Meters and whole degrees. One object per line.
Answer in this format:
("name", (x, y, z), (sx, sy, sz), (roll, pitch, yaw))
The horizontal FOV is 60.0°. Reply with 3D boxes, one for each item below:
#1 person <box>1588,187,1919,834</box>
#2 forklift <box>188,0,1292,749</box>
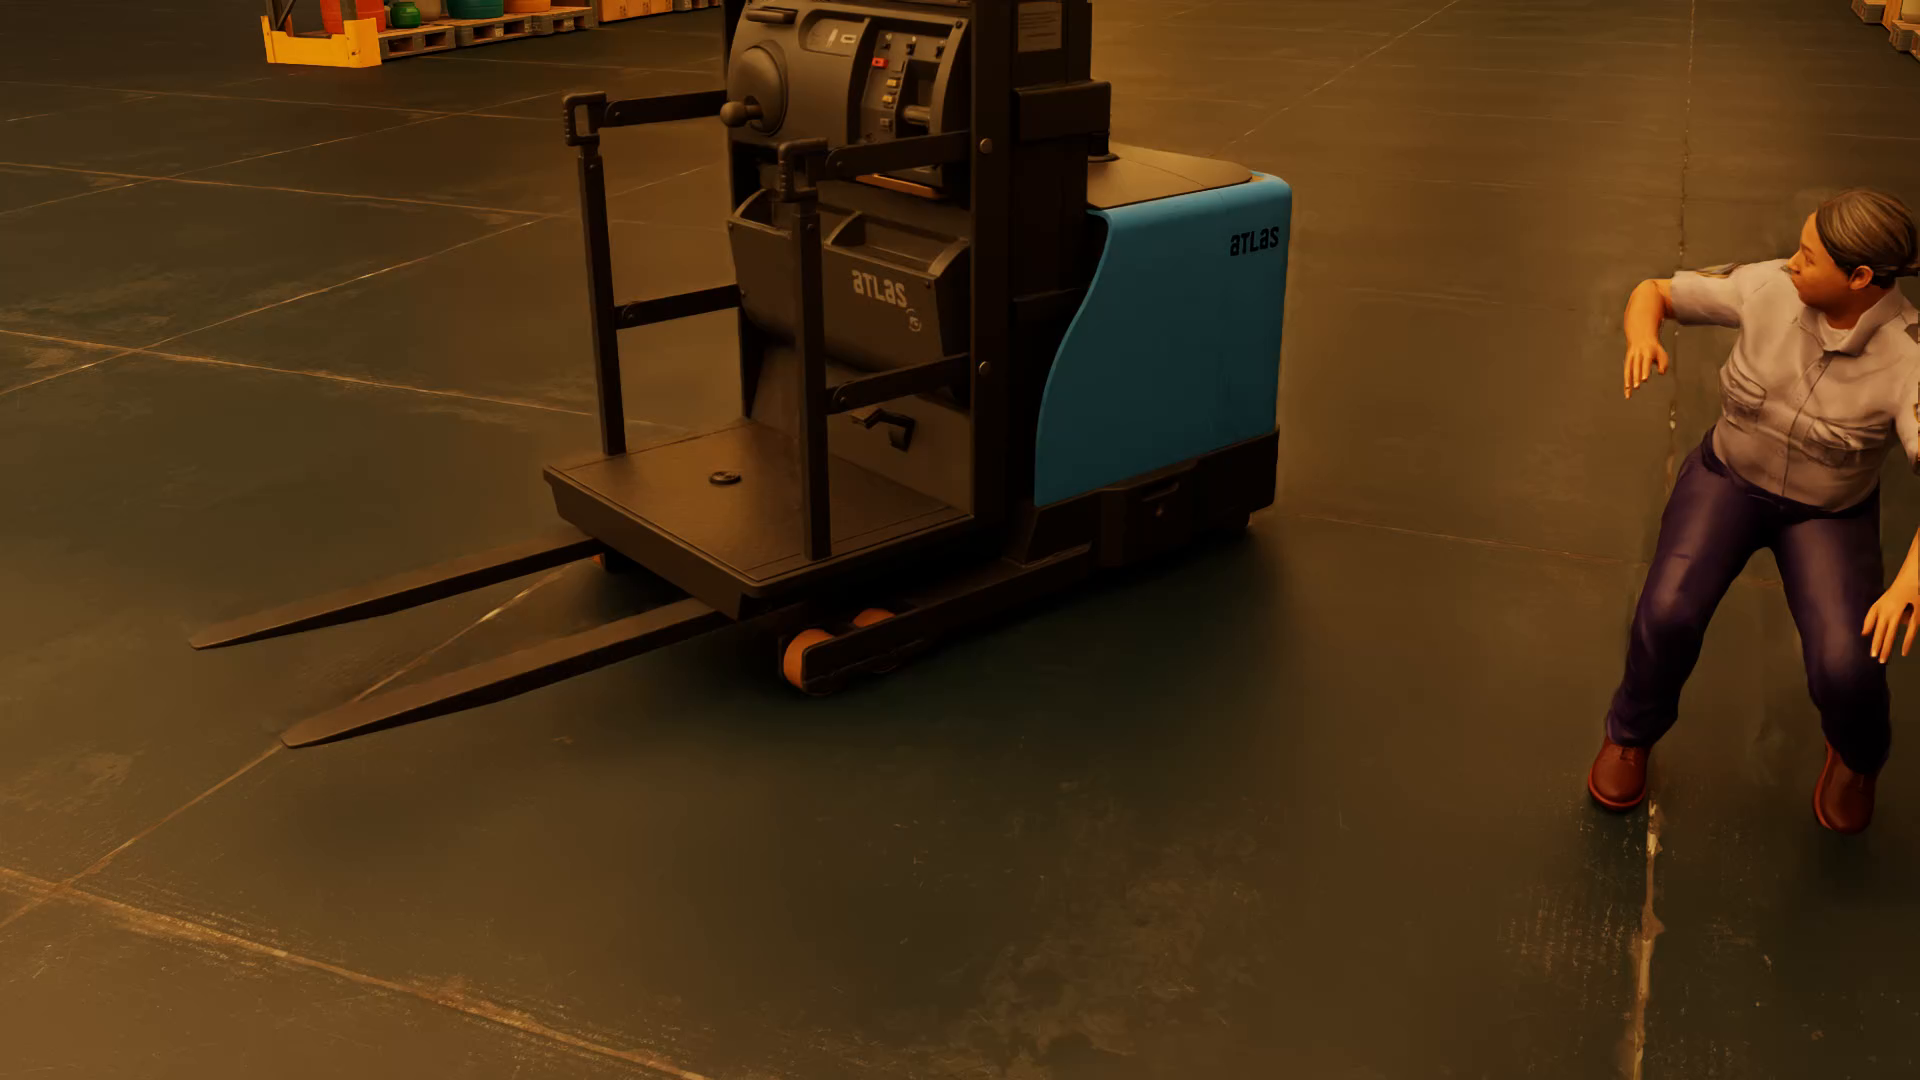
("person", (1.635, -0.021, 3.395), (0.739, 1.401, 0.881), (16, 27, 33))
("forklift", (-0.466, -1.189, 4.138), (3.031, 2.935, 1.130), (-18, 29, -37))
